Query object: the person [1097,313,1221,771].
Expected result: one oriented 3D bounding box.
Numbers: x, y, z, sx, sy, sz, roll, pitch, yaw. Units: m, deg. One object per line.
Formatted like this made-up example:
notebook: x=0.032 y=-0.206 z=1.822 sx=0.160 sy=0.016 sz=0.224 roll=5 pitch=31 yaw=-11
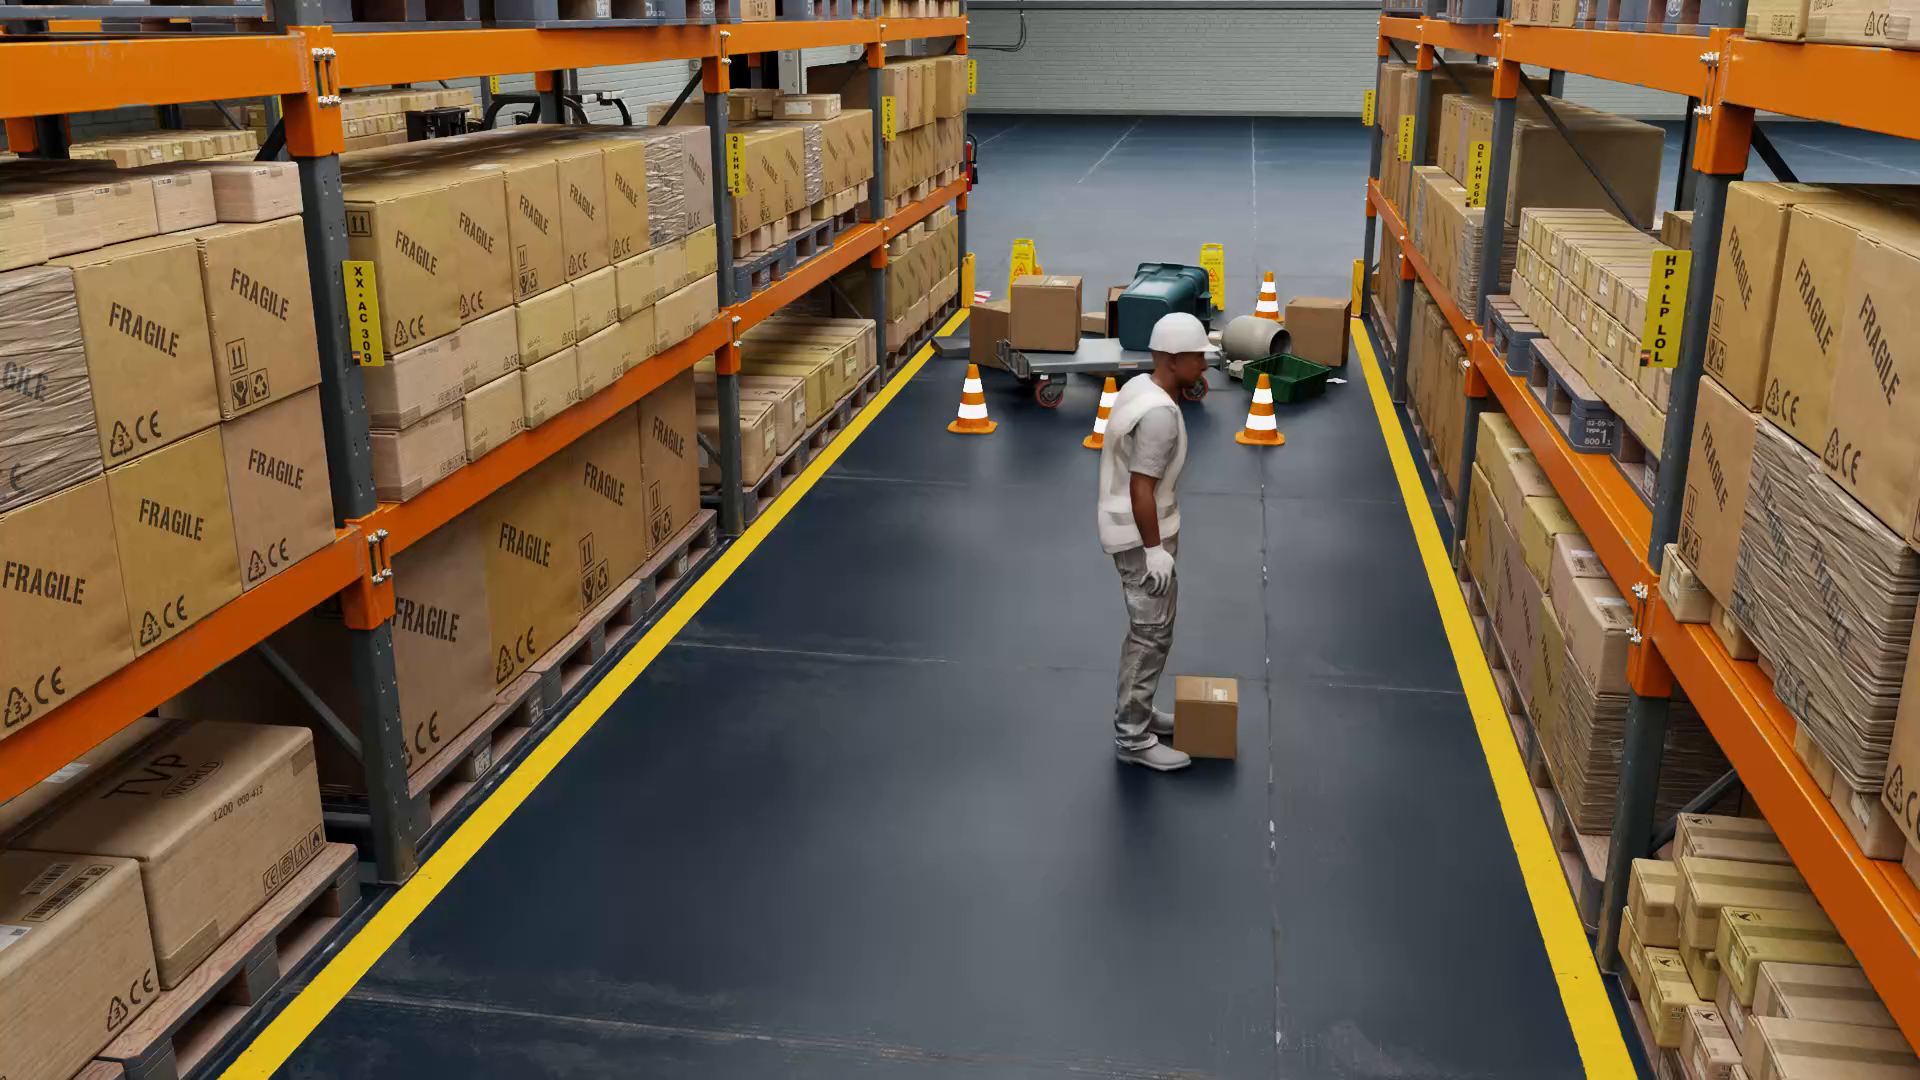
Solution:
person: x=0.766 y=-0.010 z=6.569 sx=0.452 sy=1.772 sz=0.616 roll=2 pitch=18 yaw=6
